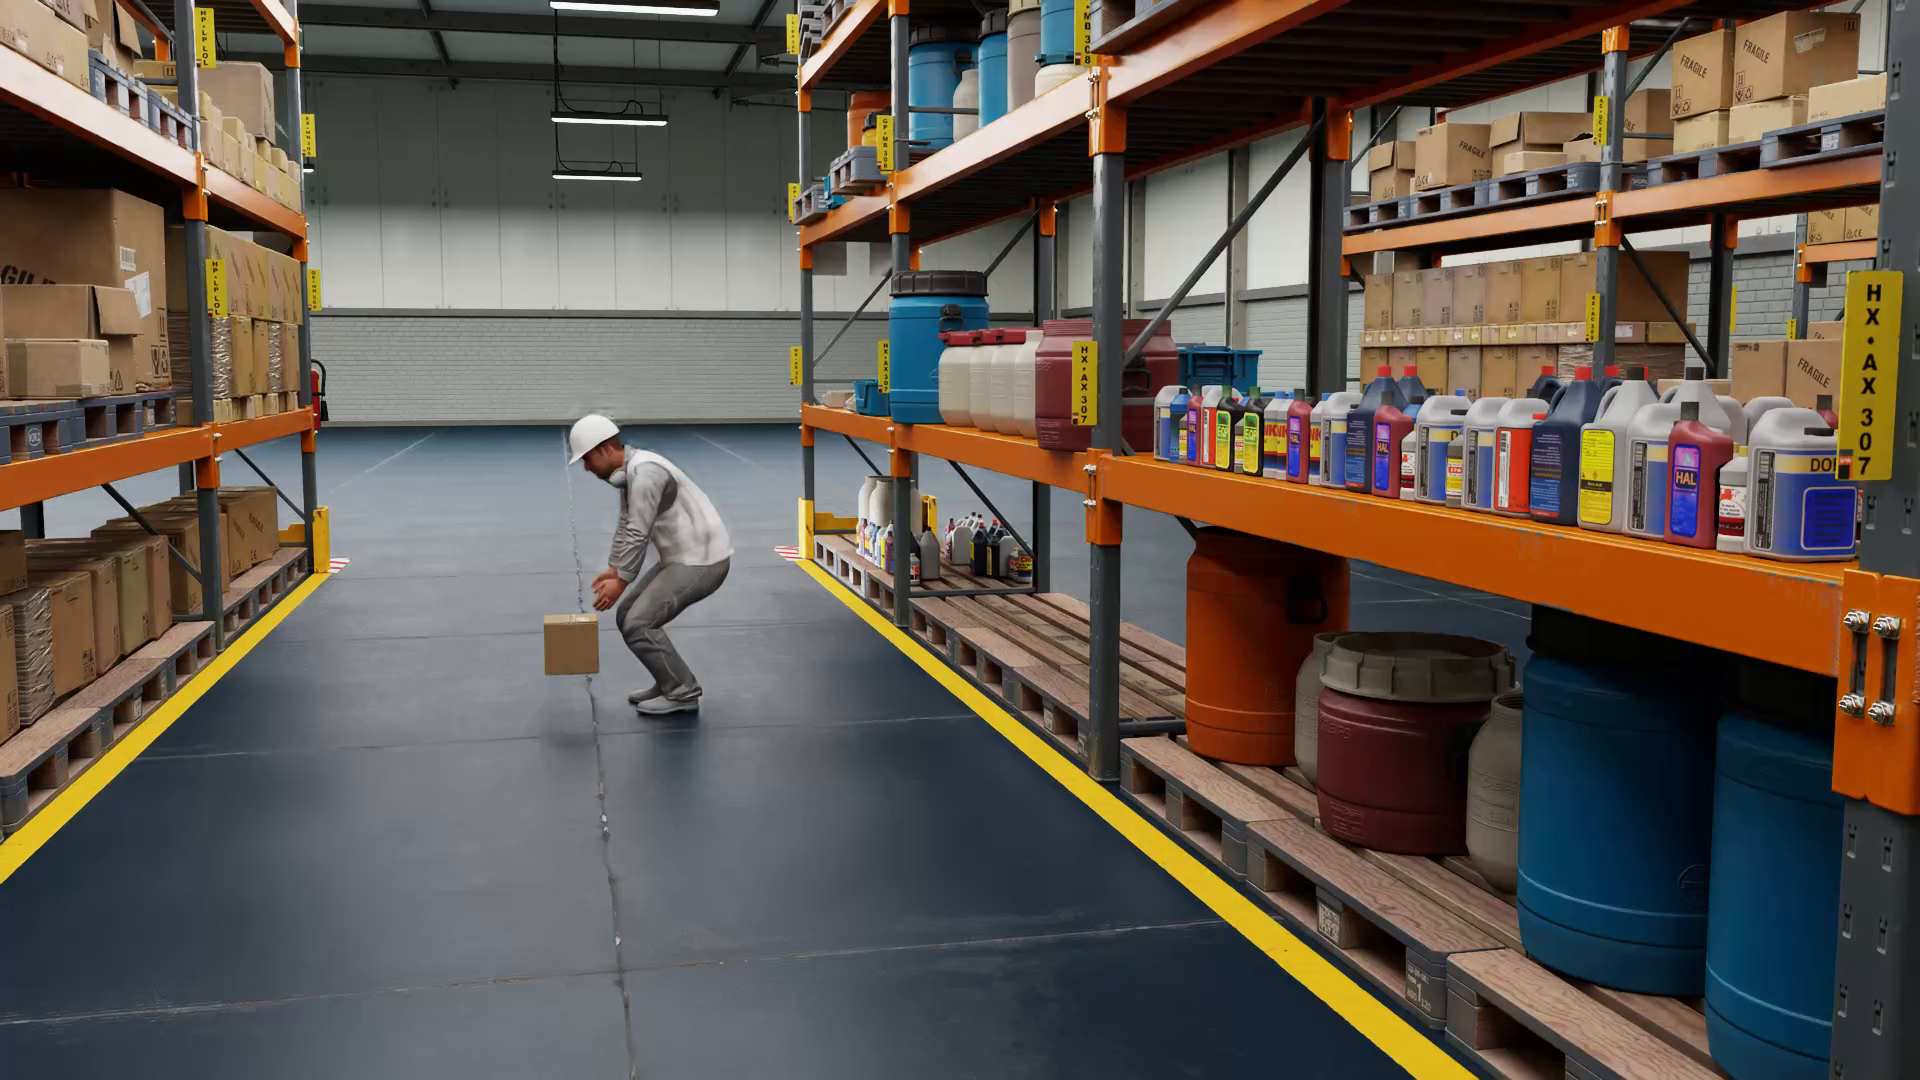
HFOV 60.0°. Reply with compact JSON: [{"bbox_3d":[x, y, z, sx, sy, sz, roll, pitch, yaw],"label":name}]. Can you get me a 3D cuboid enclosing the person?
[{"bbox_3d":[-1.469,0.112,7.954,0.768,1.422,0.592,-1,6,-14],"label":"person"}]
